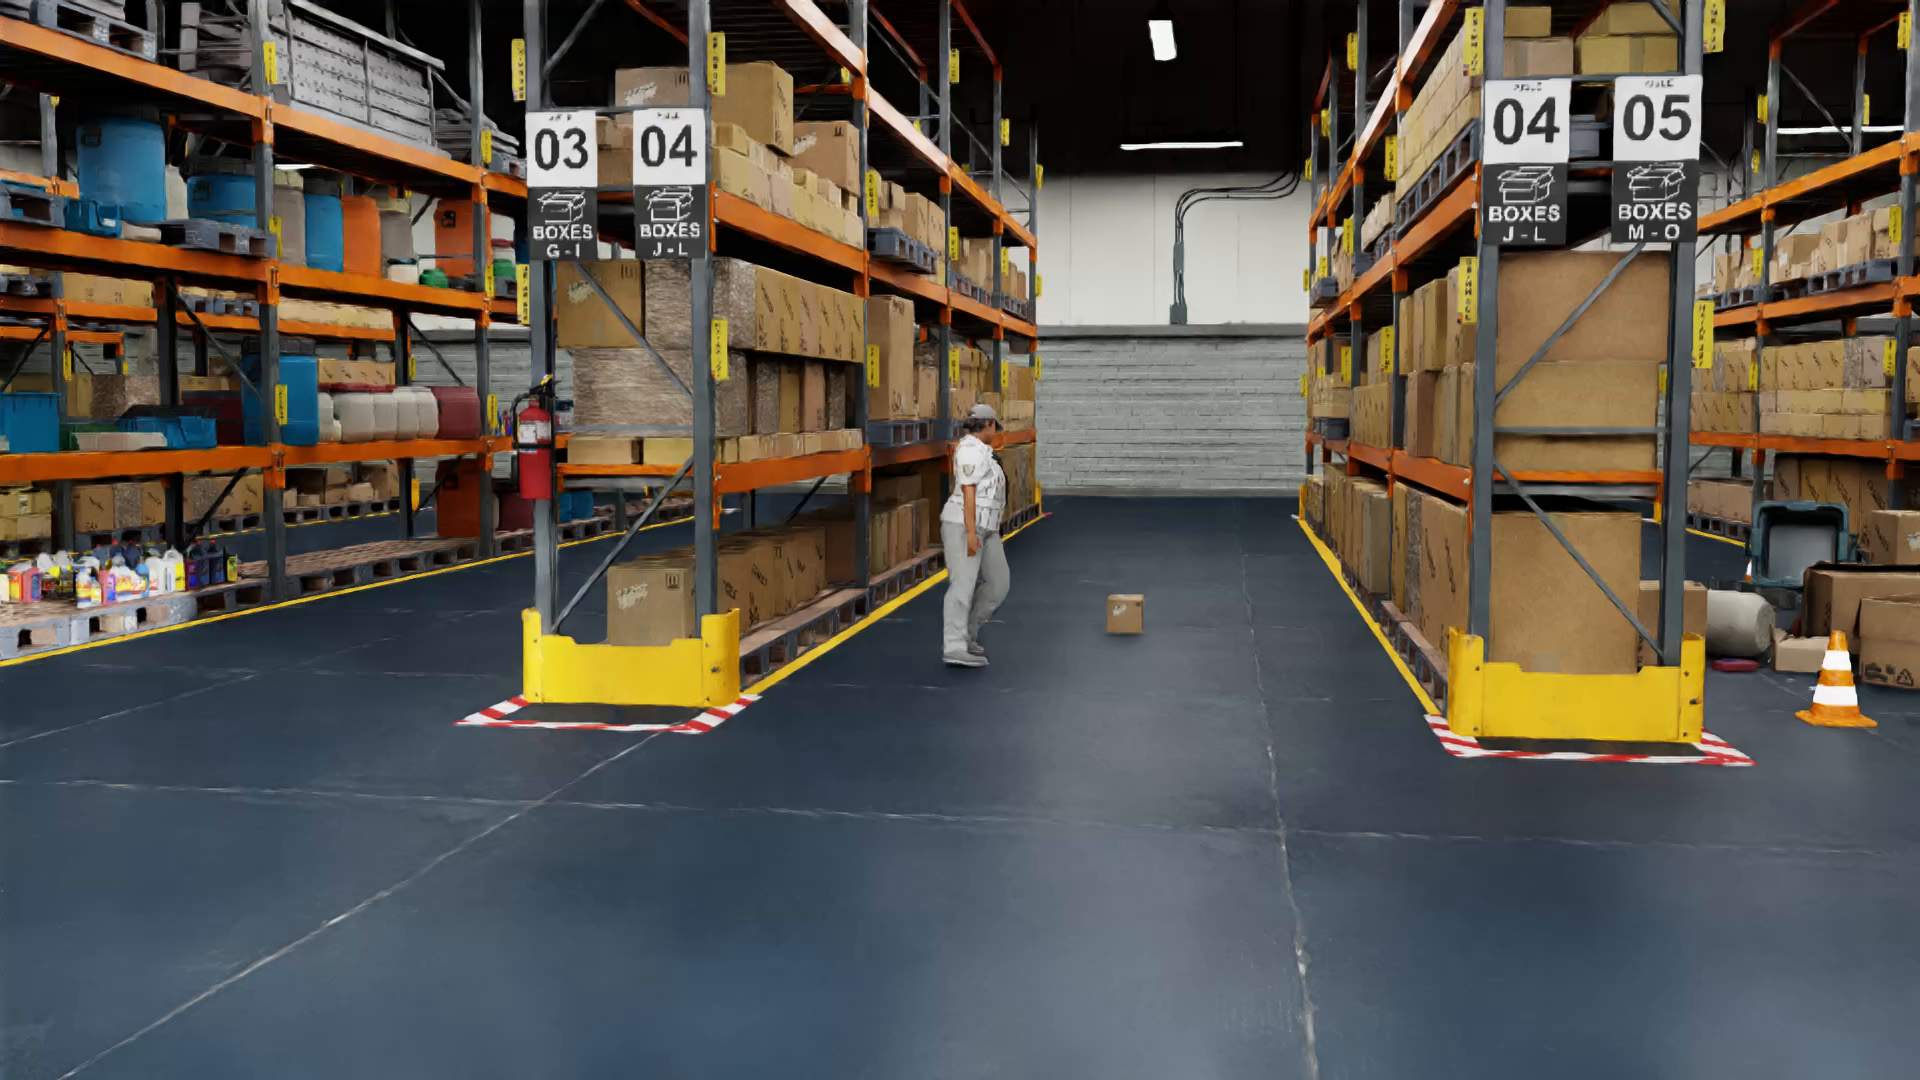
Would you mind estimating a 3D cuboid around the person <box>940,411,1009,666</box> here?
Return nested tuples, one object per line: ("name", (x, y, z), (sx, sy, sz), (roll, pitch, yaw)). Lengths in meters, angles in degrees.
("person", (0.072, -0.034, 10.590), (0.401, 1.615, 0.600), (1, 5, 18))
